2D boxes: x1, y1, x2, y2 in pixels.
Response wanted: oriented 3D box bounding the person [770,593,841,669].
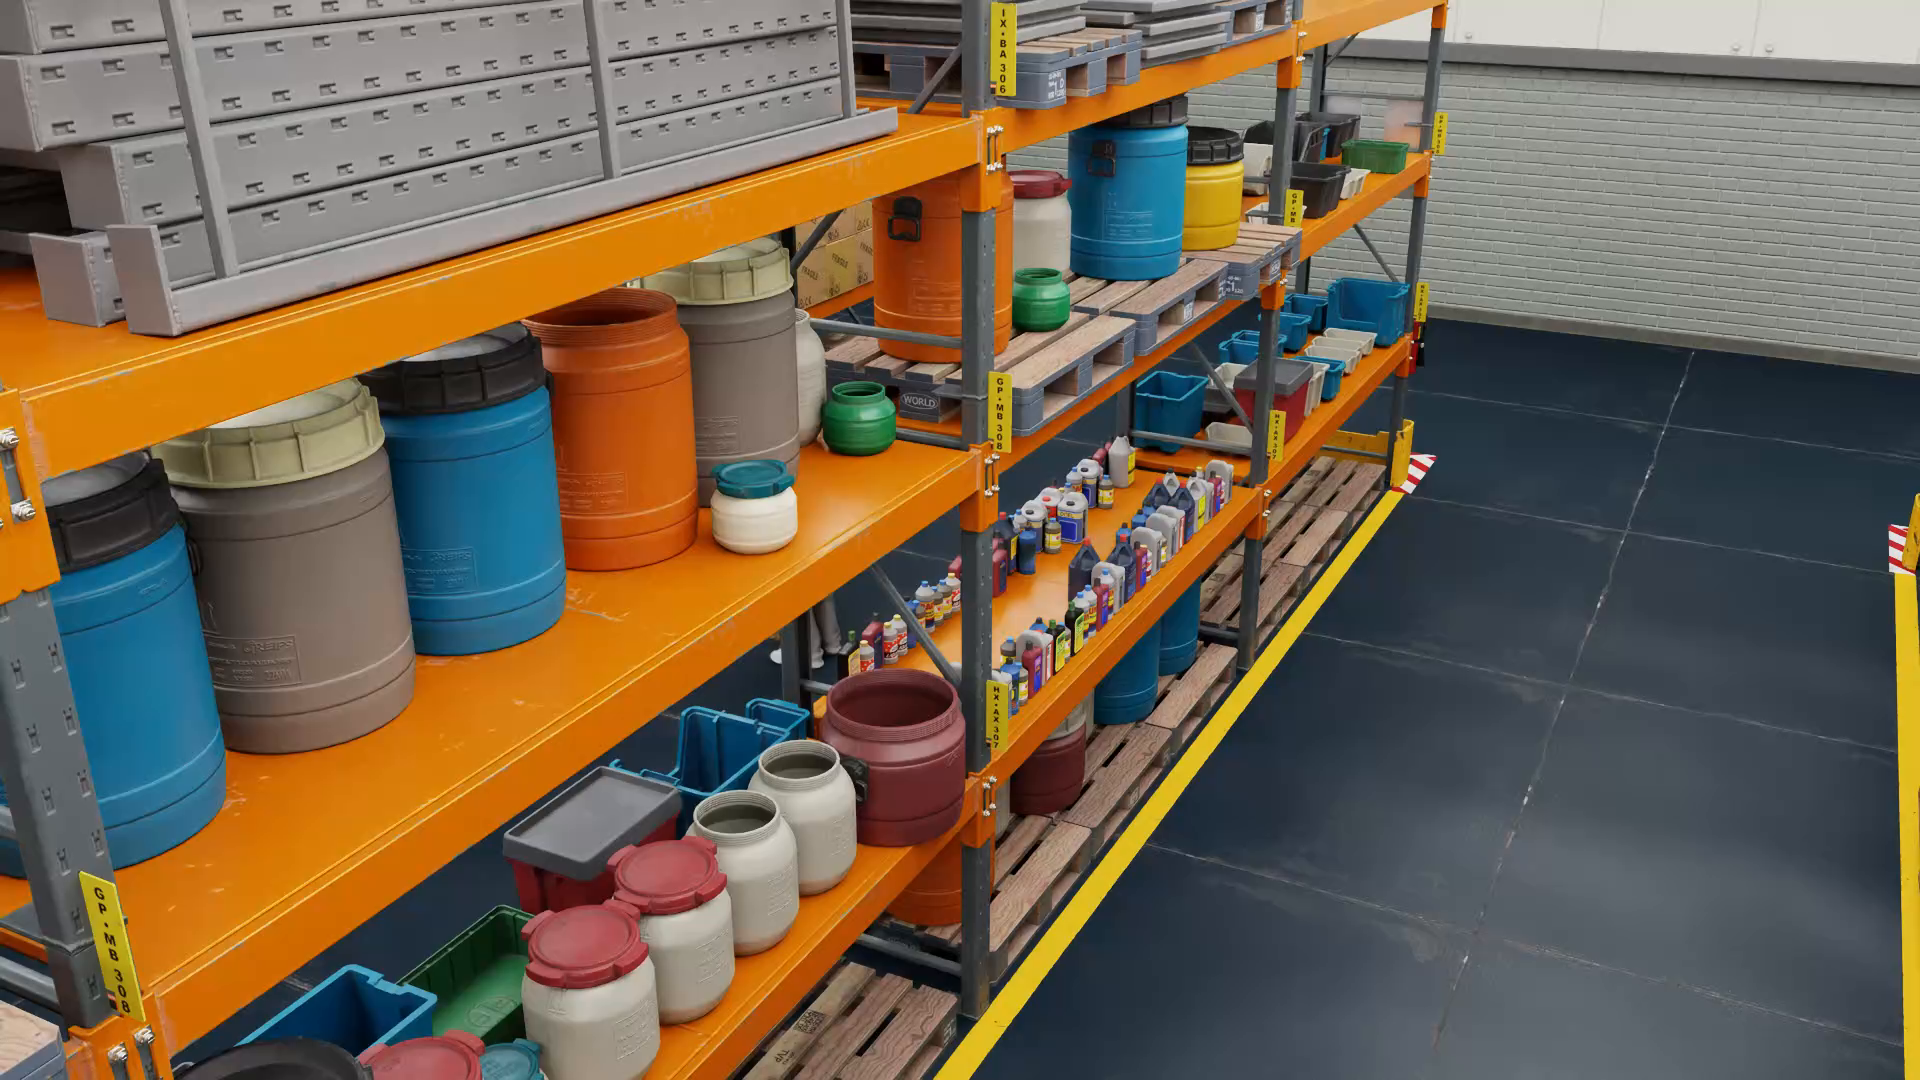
[{"bbox_3d":[-1.013,-0.031,10.858,0.425,1.775,0.606,10,24,23],"label":"person"}]
